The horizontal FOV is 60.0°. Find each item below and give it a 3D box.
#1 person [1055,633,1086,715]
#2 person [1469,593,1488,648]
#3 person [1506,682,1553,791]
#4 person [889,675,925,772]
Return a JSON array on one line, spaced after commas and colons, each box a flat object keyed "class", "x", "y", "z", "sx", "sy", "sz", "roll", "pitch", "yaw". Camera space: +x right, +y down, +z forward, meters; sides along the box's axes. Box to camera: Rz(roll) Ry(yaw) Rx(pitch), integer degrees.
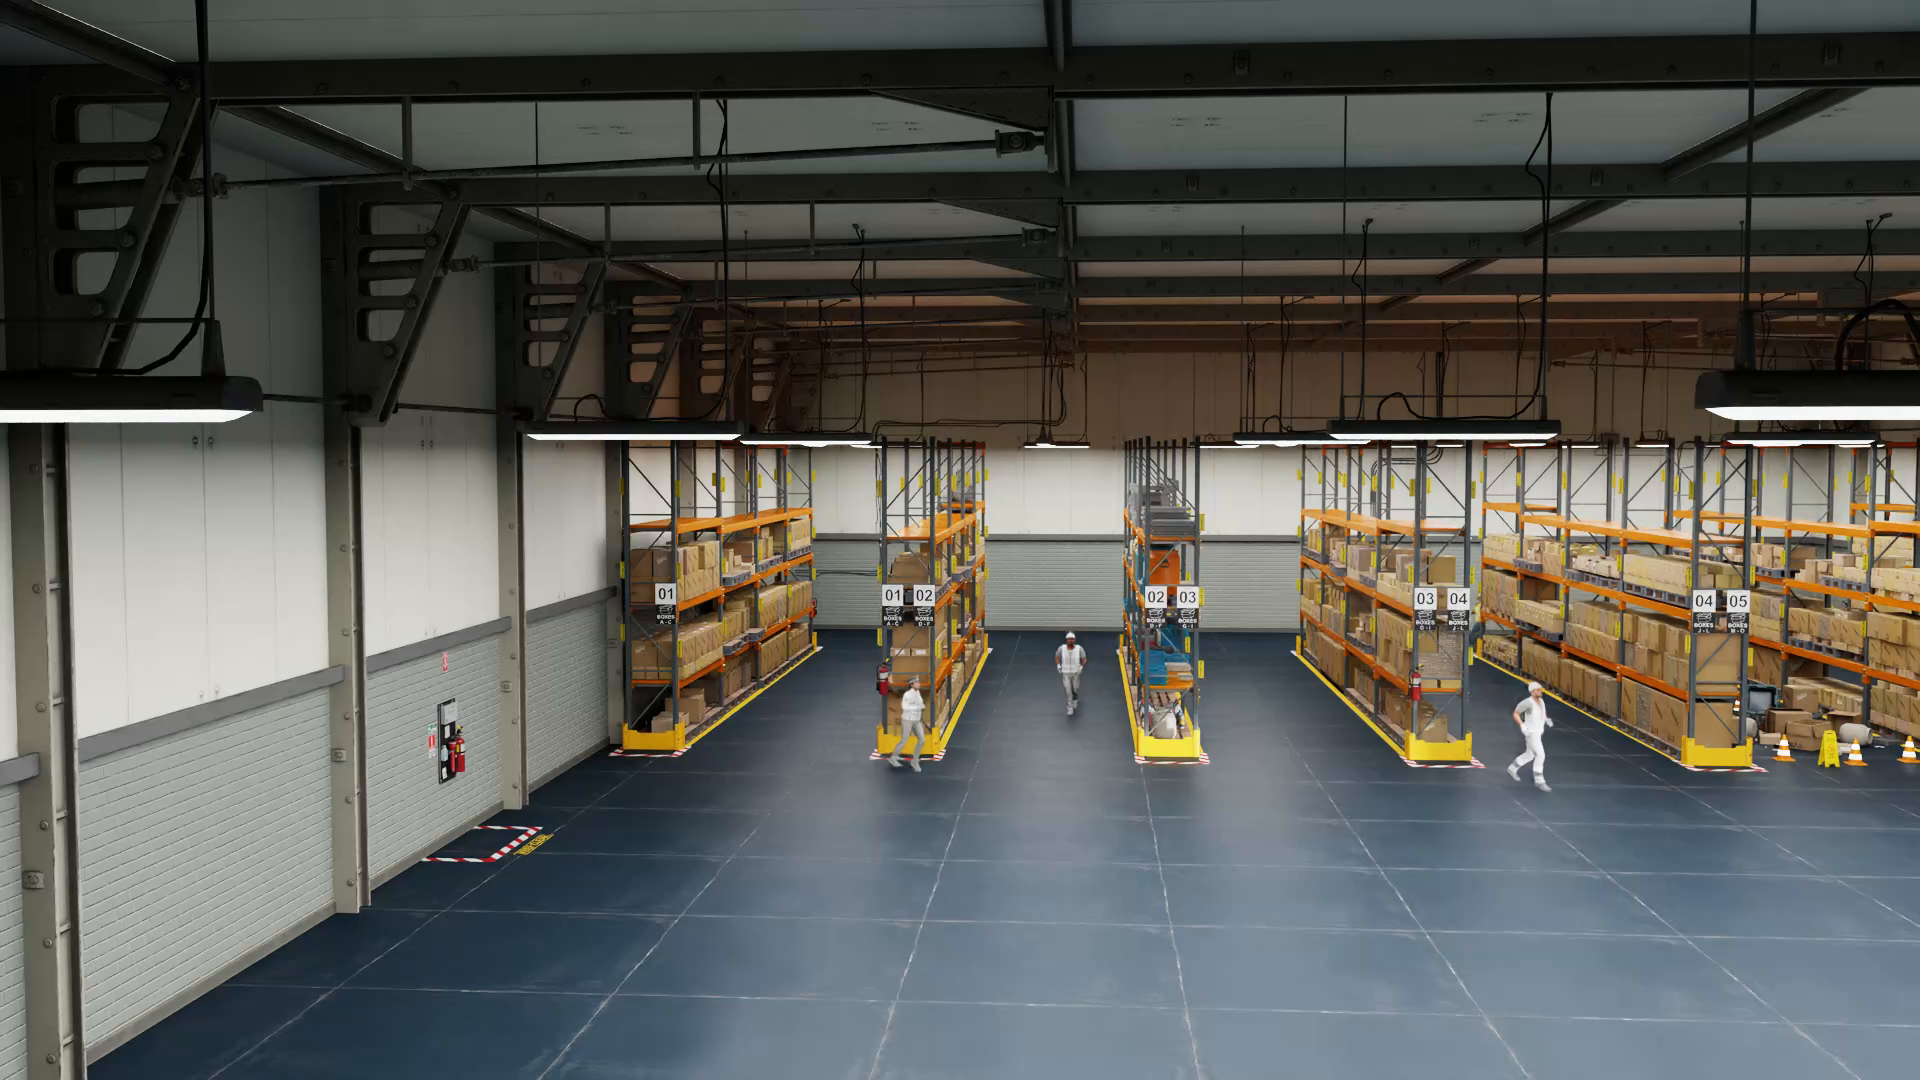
[{"class": "person", "x": 2.414, "y": 2.904, "z": 36.353, "sx": 0.694, "sy": 1.764, "sz": 0.748, "roll": 0, "pitch": 3, "yaw": 3}, {"class": "person", "x": 14.893, "y": 2.311, "z": 47.659, "sx": 0.830, "sy": 1.738, "sz": 0.813, "roll": 0, "pitch": 3, "yaw": 9}, {"class": "person", "x": 9.707, "y": 3.309, "z": 28.301, "sx": 0.648, "sy": 1.824, "sz": 0.860, "roll": -3, "pitch": 4, "yaw": -43}, {"class": "person", "x": -0.875, "y": 3.291, "z": 29.897, "sx": 0.721, "sy": 1.751, "sz": 0.613, "roll": 2, "pitch": 4, "yaw": 36}]
